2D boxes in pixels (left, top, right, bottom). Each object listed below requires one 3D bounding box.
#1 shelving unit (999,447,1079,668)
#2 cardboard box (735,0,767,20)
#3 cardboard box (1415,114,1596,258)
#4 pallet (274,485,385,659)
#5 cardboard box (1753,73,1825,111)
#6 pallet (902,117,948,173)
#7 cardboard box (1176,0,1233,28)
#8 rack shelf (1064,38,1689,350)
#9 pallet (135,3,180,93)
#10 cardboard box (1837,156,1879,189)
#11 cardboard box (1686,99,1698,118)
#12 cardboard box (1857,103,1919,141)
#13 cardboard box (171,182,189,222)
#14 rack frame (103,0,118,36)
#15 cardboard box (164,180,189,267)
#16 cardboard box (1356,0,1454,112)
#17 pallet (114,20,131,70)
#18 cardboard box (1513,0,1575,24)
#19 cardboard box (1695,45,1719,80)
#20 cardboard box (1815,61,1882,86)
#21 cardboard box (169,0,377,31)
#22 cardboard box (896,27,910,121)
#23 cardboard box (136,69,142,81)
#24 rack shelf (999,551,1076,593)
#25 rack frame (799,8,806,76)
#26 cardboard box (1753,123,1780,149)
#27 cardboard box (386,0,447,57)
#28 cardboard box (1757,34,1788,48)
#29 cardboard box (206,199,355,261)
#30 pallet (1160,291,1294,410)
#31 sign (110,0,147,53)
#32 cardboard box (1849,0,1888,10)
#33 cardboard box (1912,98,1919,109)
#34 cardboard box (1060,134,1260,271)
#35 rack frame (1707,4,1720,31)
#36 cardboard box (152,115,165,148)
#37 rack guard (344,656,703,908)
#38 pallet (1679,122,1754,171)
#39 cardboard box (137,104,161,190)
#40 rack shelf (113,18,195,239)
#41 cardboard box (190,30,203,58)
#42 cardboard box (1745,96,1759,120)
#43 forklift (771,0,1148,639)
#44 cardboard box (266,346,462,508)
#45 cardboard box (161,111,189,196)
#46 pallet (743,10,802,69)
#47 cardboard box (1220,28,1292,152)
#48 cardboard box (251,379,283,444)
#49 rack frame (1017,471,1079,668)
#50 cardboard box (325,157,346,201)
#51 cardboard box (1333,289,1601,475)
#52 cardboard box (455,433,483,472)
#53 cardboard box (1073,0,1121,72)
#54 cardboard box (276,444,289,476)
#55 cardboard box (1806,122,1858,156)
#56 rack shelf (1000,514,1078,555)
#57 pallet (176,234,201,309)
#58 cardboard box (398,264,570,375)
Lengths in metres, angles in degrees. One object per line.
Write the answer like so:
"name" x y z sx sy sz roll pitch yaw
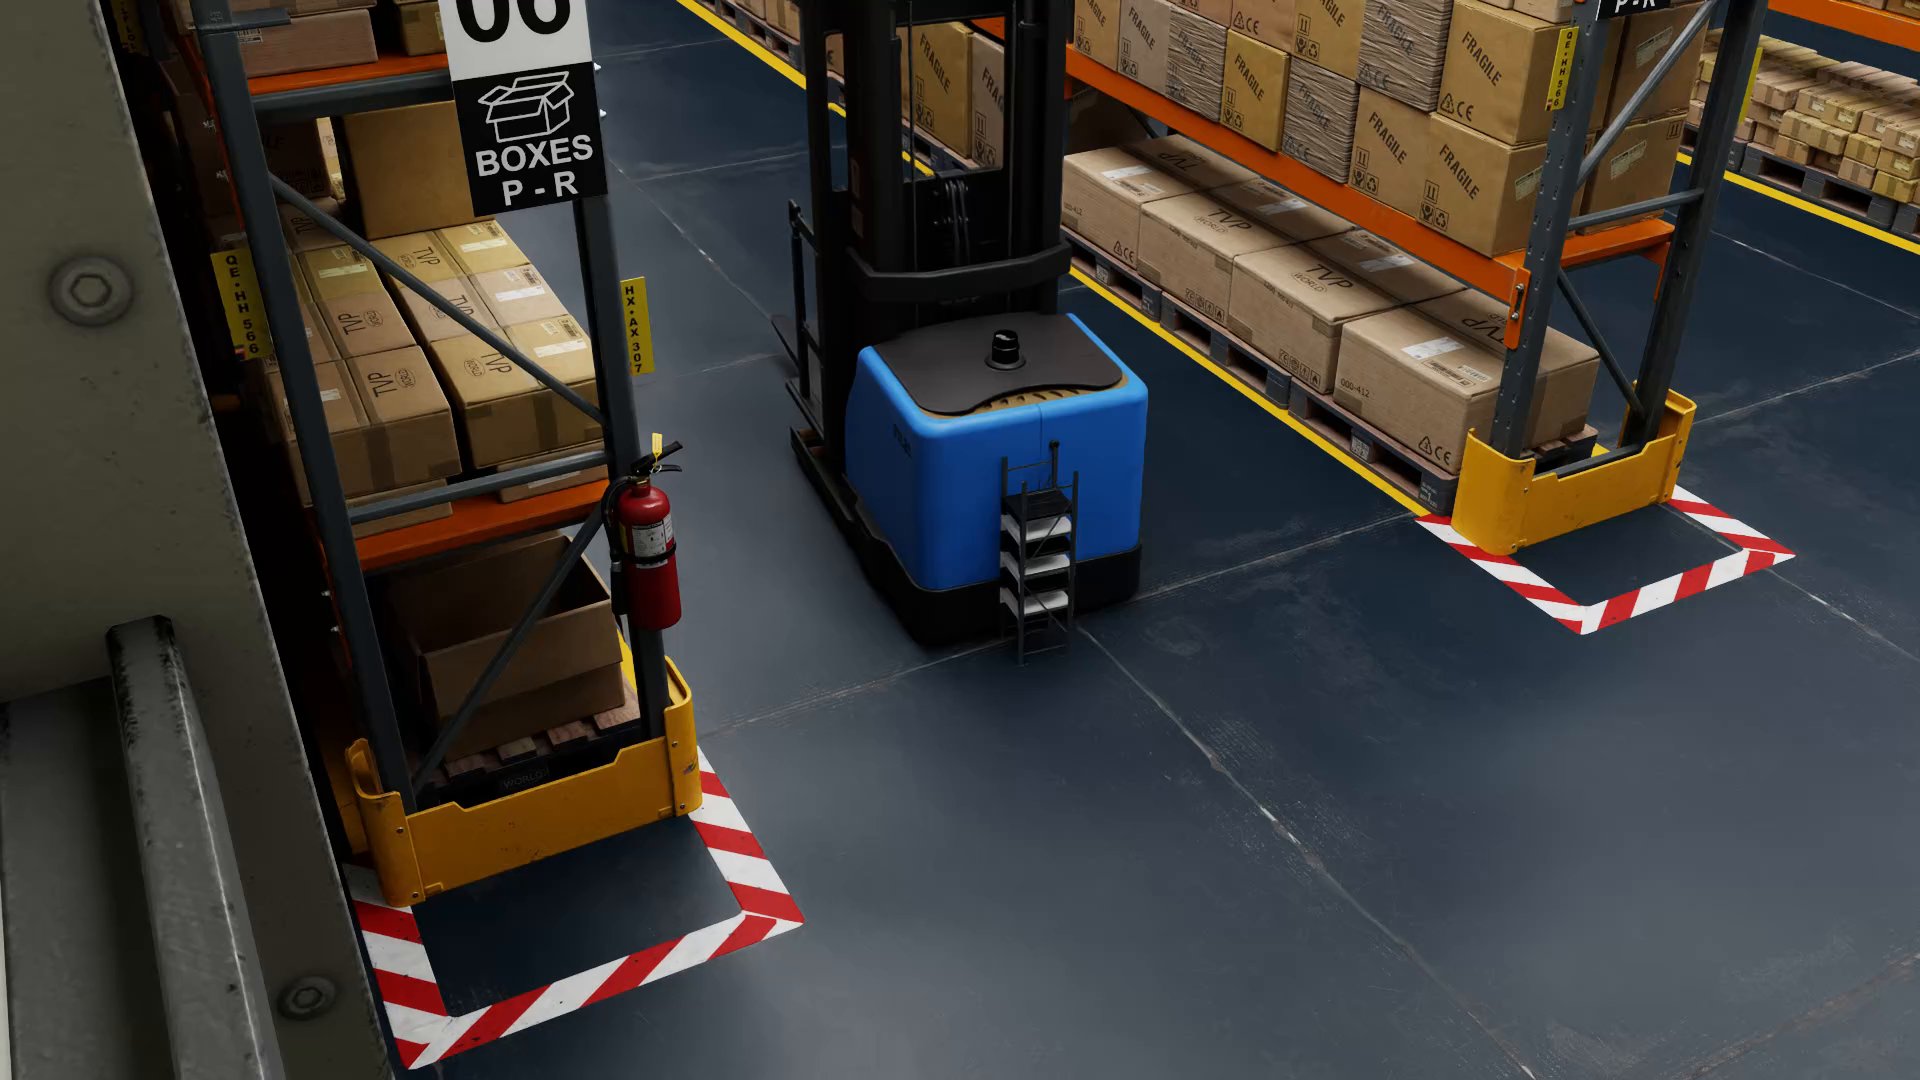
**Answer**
"shelving unit" 0.317 0.079 6.812 0.258 0.900 0.210 -12 34 -17
"cardboard box" -1.450 -4.927 14.725 0.950 0.372 0.625 -17 36 -24
"cardboard box" 2.427 -1.622 7.428 0.500 0.500 0.500 -16 36 -23
"pallet" -2.477 0.010 7.558 1.003 0.211 1.213 -16 36 -23
"cardboard box" 5.756 -3.113 11.550 0.380 0.149 0.250 -15 36 -22
"pallet" 0.021 -3.083 12.386 1.003 0.211 1.213 -16 36 -23
"cardboard box" 1.487 -3.010 8.668 0.500 0.500 0.500 -15 36 -22
"rack shelf" 1.953 -2.068 8.883 1.077 0.370 4.000 -16 36 -23
"pallet" -4.323 -2.976 9.812 1.003 0.211 1.213 -16 36 -23
"cardboard box" 6.120 -2.485 11.122 0.380 0.149 0.250 -15 36 -22
"cardboard box" 5.362 -3.213 12.258 0.380 0.149 0.250 -15 35 -22
"cardboard box" 6.183 -2.759 10.997 0.380 0.149 0.250 -17 36 -25
"cardboard box" -4.187 -1.929 9.326 0.380 0.149 0.250 -18 37 -25
"rack frame" -7.099 -5.893 14.187 1.000 3.000 0.127 -16 36 -23
"cardboard box" -4.328 -1.851 9.806 0.500 0.500 0.500 -18 37 -25
"cardboard box" 2.181 -2.291 7.546 0.500 0.500 0.500 -16 36 -23
"pallet" -6.721 -4.377 14.405 1.003 0.211 1.213 -16 36 -23
"cardboard box" 2.541 -2.273 6.916 0.380 0.149 0.250 -15 36 -22
"cardboard box" 5.406 -3.482 12.126 0.380 0.149 0.250 -14 35 -21
"cardboard box" 6.285 -3.262 11.783 0.380 0.149 0.250 -18 37 -25
"cardboard box" -1.952 -1.635 4.623 0.500 0.250 0.500 -17 36 -24
"cardboard box" -0.184 -3.739 12.405 0.875 0.875 0.875 -15 36 -23
"cardboard box" -5.266 -3.054 11.082 0.380 0.149 0.250 -14 35 -21
"rack shelf" 0.317 0.107 6.830 0.258 0.077 0.200 -12 34 -17
"rack frame" -0.844 -5.234 13.158 1.000 3.000 0.127 -16 36 -23
"cardboard box" 5.843 -2.879 11.737 0.380 0.149 0.250 -17 37 -25
"cardboard box" -1.447 -1.534 4.835 0.380 0.149 0.250 -15 36 -22
"cardboard box" 5.903 -3.629 12.355 0.380 0.149 0.250 -15 36 -23
"cardboard box" -2.663 -1.114 6.591 0.500 0.250 0.500 -16 36 -23
"pallet" 1.879 -1.185 9.424 1.003 0.211 1.213 -16 36 -23
"sign" -3.858 -2.421 7.695 0.100 0.325 0.005 -16 36 -23
"cardboard box" 6.018 -3.562 10.782 0.380 0.149 0.250 -14 35 -21
"cardboard box" 6.643 -2.895 11.209 0.380 0.149 0.250 -15 36 -22
"cardboard box" 1.218 -2.096 10.247 0.875 0.438 0.875 -16 36 -24
"rack frame" 5.353 -4.618 12.198 1.000 3.000 0.127 -16 36 -23
"cardboard box" -4.770 -2.556 10.306 0.380 0.149 0.250 -17 36 -24
"rack guard" -1.539 0.850 5.979 1.175 0.500 0.348 -16 36 -23
"pallet" 5.697 -3.132 12.463 1.003 0.211 1.213 -16 36 -23
"cardboard box" -5.074 -2.597 10.971 0.500 0.500 0.500 -16 36 -23
"rack shelf" -4.301 -2.726 9.911 1.077 0.370 4.000 -16 36 -23
"cardboard box" -2.035 -1.528 4.827 0.380 0.149 0.250 -15 36 -22
"cardboard box" 5.705 -3.131 11.855 0.380 0.149 0.250 -18 37 -25
"forklift" -0.208 -1.605 7.558 1.130 2.935 3.031 -12 34 -17
"cardboard box" -1.953 -0.381 5.447 0.500 0.250 0.500 -15 36 -22
"cardboard box" -3.377 -1.833 7.713 0.500 0.250 0.500 -16 36 -24
"pallet" -1.207 -4.433 14.493 1.003 0.211 1.213 -16 36 -23
"cardboard box" 1.705 -2.351 8.566 0.500 0.500 0.500 -15 35 -22
"cardboard box" -2.328 -0.503 6.007 0.380 0.149 0.250 -16 36 -23
"rack frame" 0.353 0.131 6.732 0.240 0.900 0.006 -12 34 -17
"cardboard box" -2.448 -1.478 7.160 0.500 0.250 0.500 -16 36 -23
"cardboard box" 2.489 -0.804 8.230 0.875 0.438 0.875 -17 36 -25
"cardboard box" -1.574 -0.396 5.840 0.380 0.149 0.250 -15 36 -22
"cardboard box" 1.008 -3.077 9.700 0.500 0.500 0.500 -15 35 -22
"cardboard box" -3.068 -0.469 7.975 0.380 0.149 0.250 -16 36 -24
"cardboard box" 5.966 -2.734 11.234 0.380 0.149 0.250 -15 36 -23
"rack shelf" 0.317 -0.044 6.733 0.258 0.077 0.200 -12 34 -17
"pallet" -4.354 -1.862 10.481 1.003 0.211 1.213 -16 36 -23
"cardboard box" -1.712 -0.753 6.027 0.500 0.250 0.500 -15 36 -23
